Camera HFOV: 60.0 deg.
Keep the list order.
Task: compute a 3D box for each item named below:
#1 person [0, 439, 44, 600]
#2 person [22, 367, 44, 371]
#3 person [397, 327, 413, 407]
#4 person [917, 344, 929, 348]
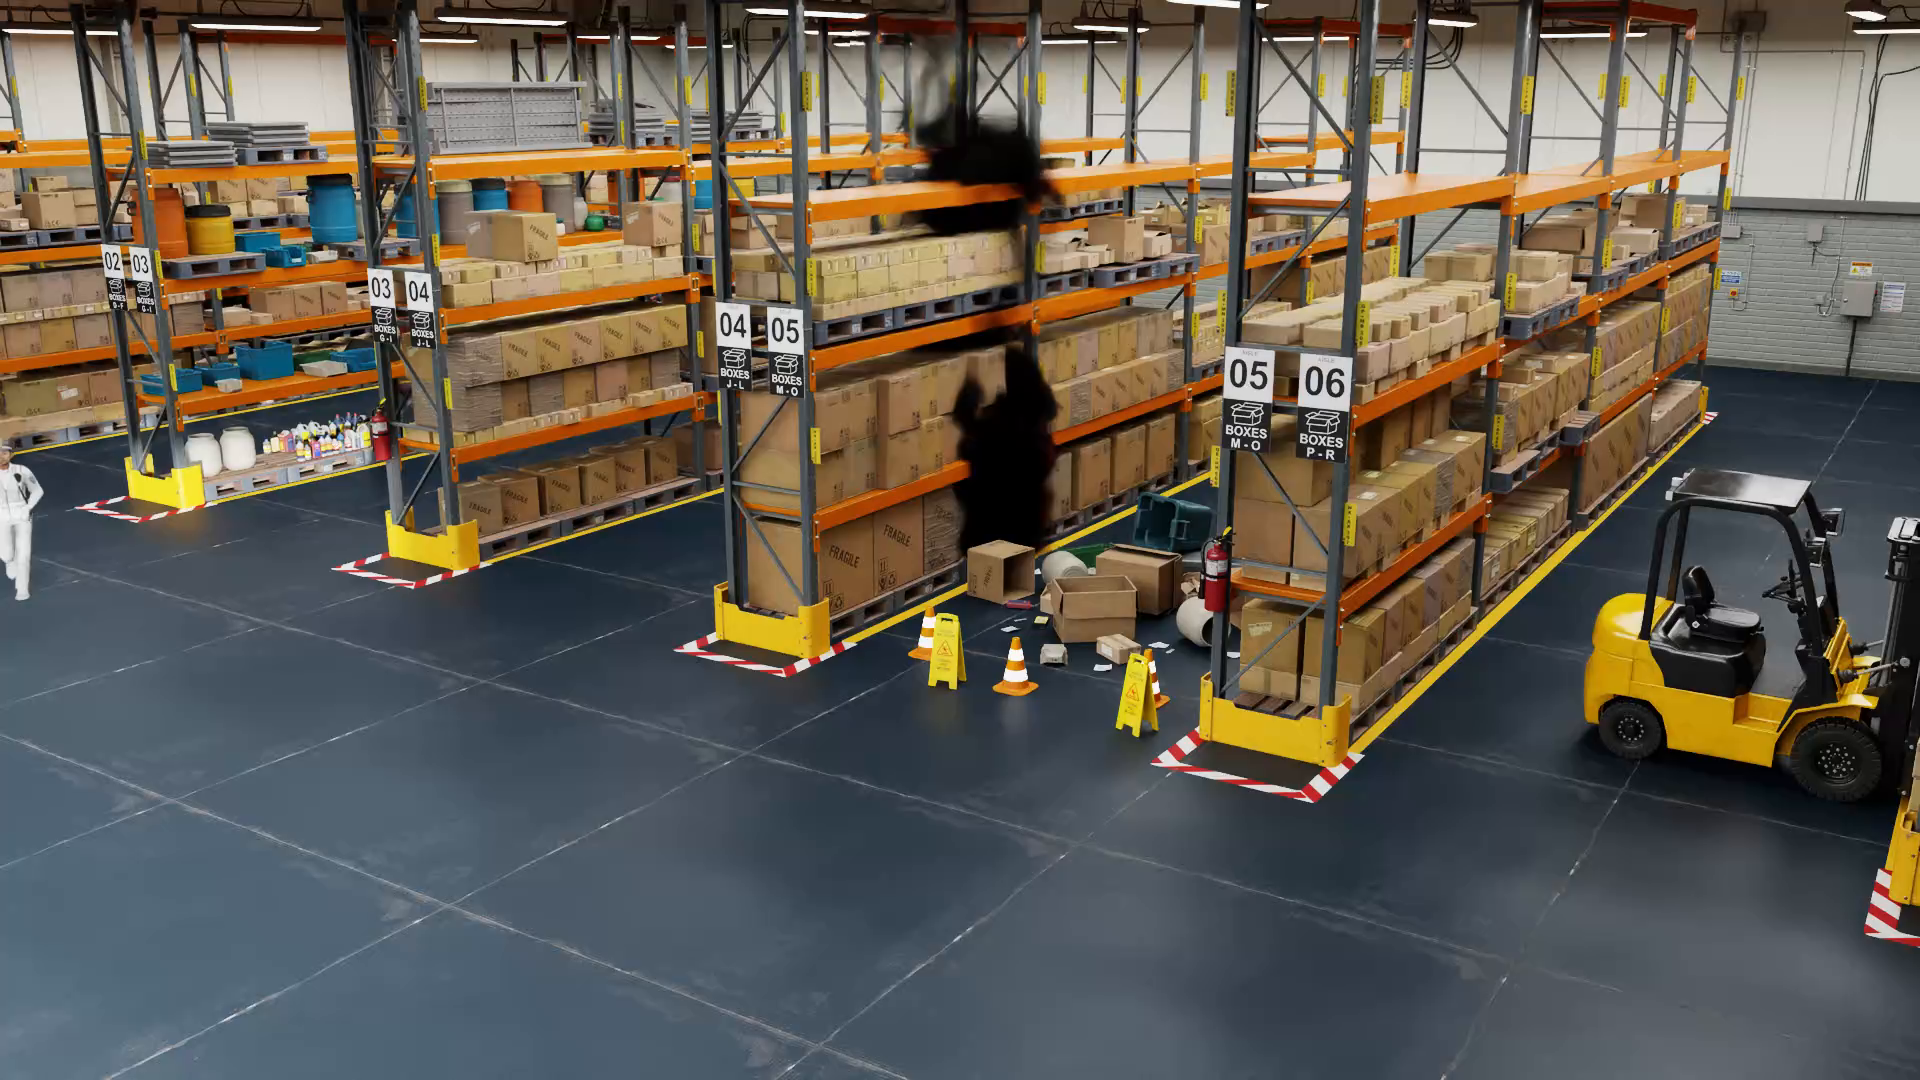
[{"bbox_3d":[-9.694,-0.230,17.010,0.622,1.659,0.551,-7,17,-25],"label":"person"},{"bbox_3d":[-14.342,-2.677,25.734,0.663,1.717,0.816,8,17,27],"label":"person"},{"bbox_3d":[-8.883,-2.757,25.998,0.578,1.663,0.935,7,17,24],"label":"person"},{"bbox_3d":[-0.390,-2.145,23.108,0.749,1.703,0.684,8,18,27],"label":"person"}]
